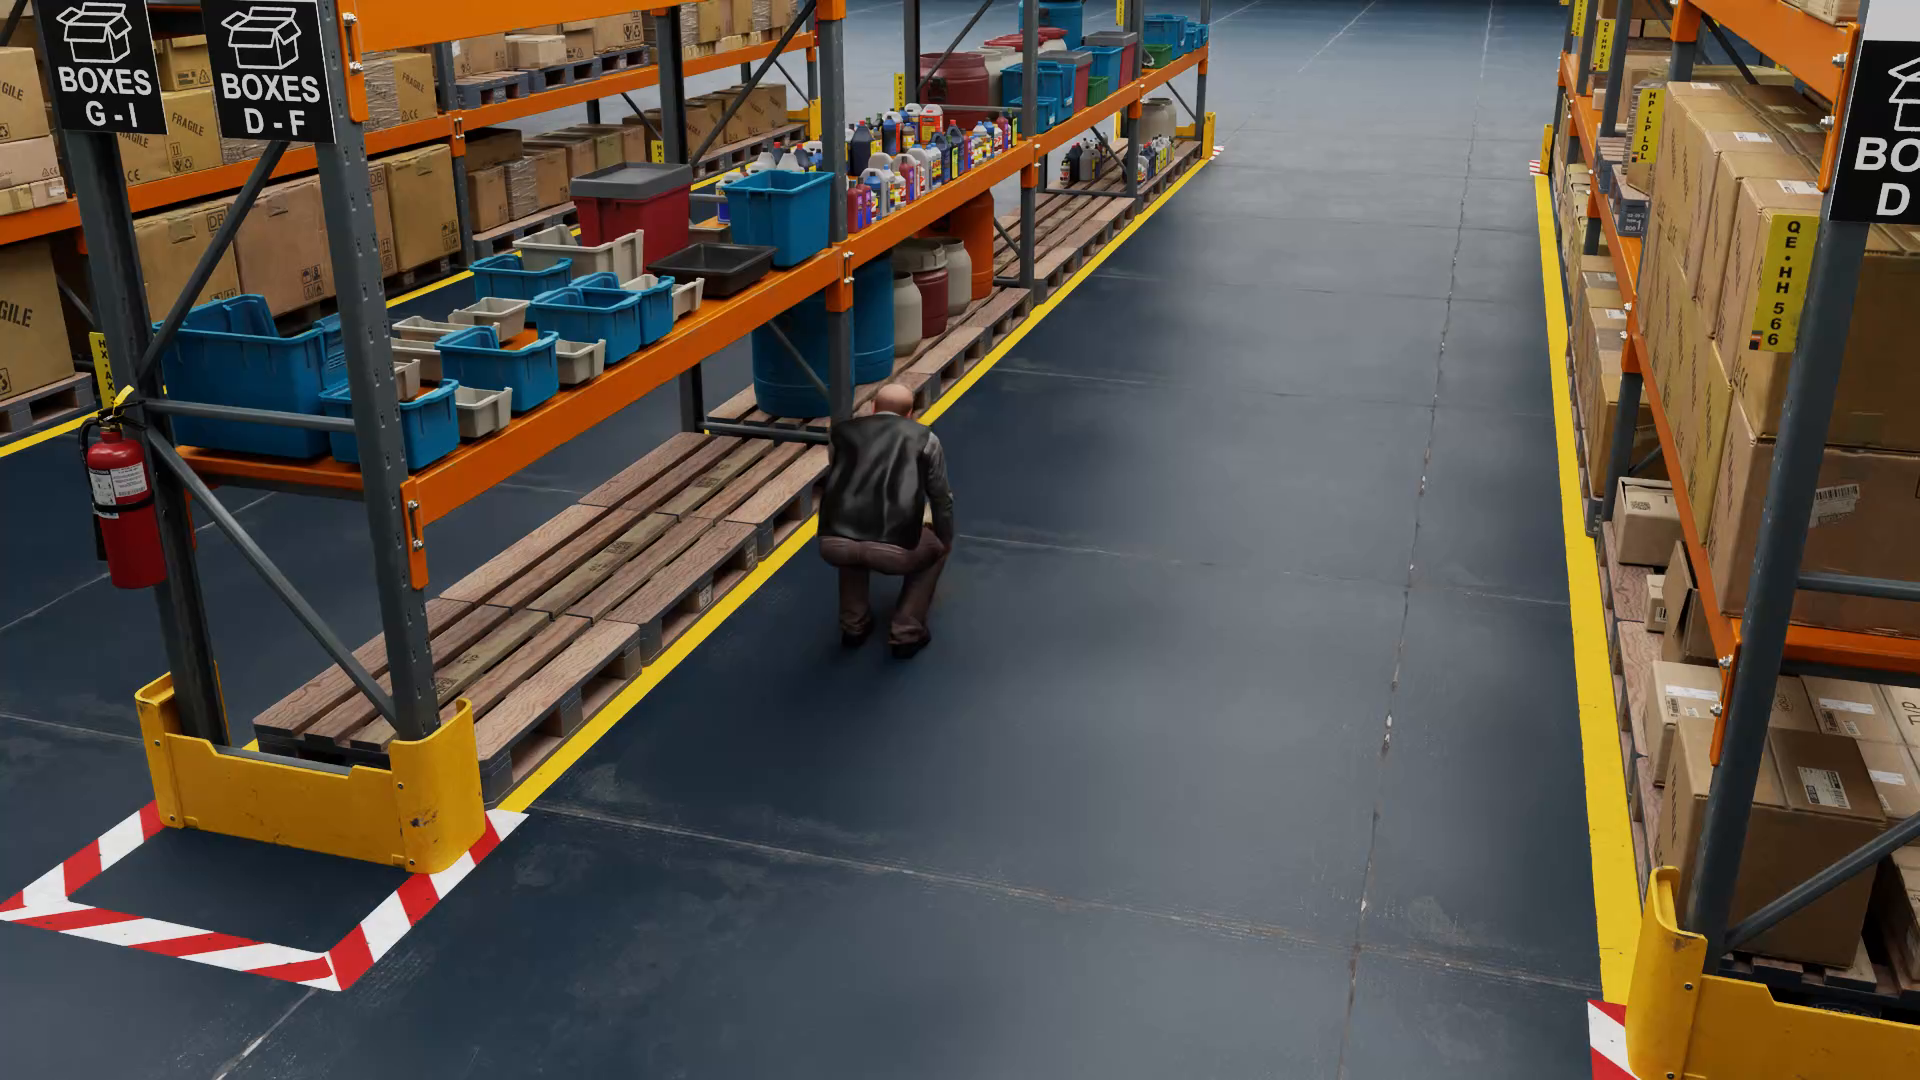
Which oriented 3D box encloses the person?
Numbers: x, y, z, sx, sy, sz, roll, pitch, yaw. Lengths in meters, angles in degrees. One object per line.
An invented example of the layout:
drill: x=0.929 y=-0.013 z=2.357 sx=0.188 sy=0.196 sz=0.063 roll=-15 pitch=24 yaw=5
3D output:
person: x=-0.352 y=-0.077 z=7.209 sx=0.553 sy=1.062 sz=0.837 roll=6 pitch=23 yaw=16
